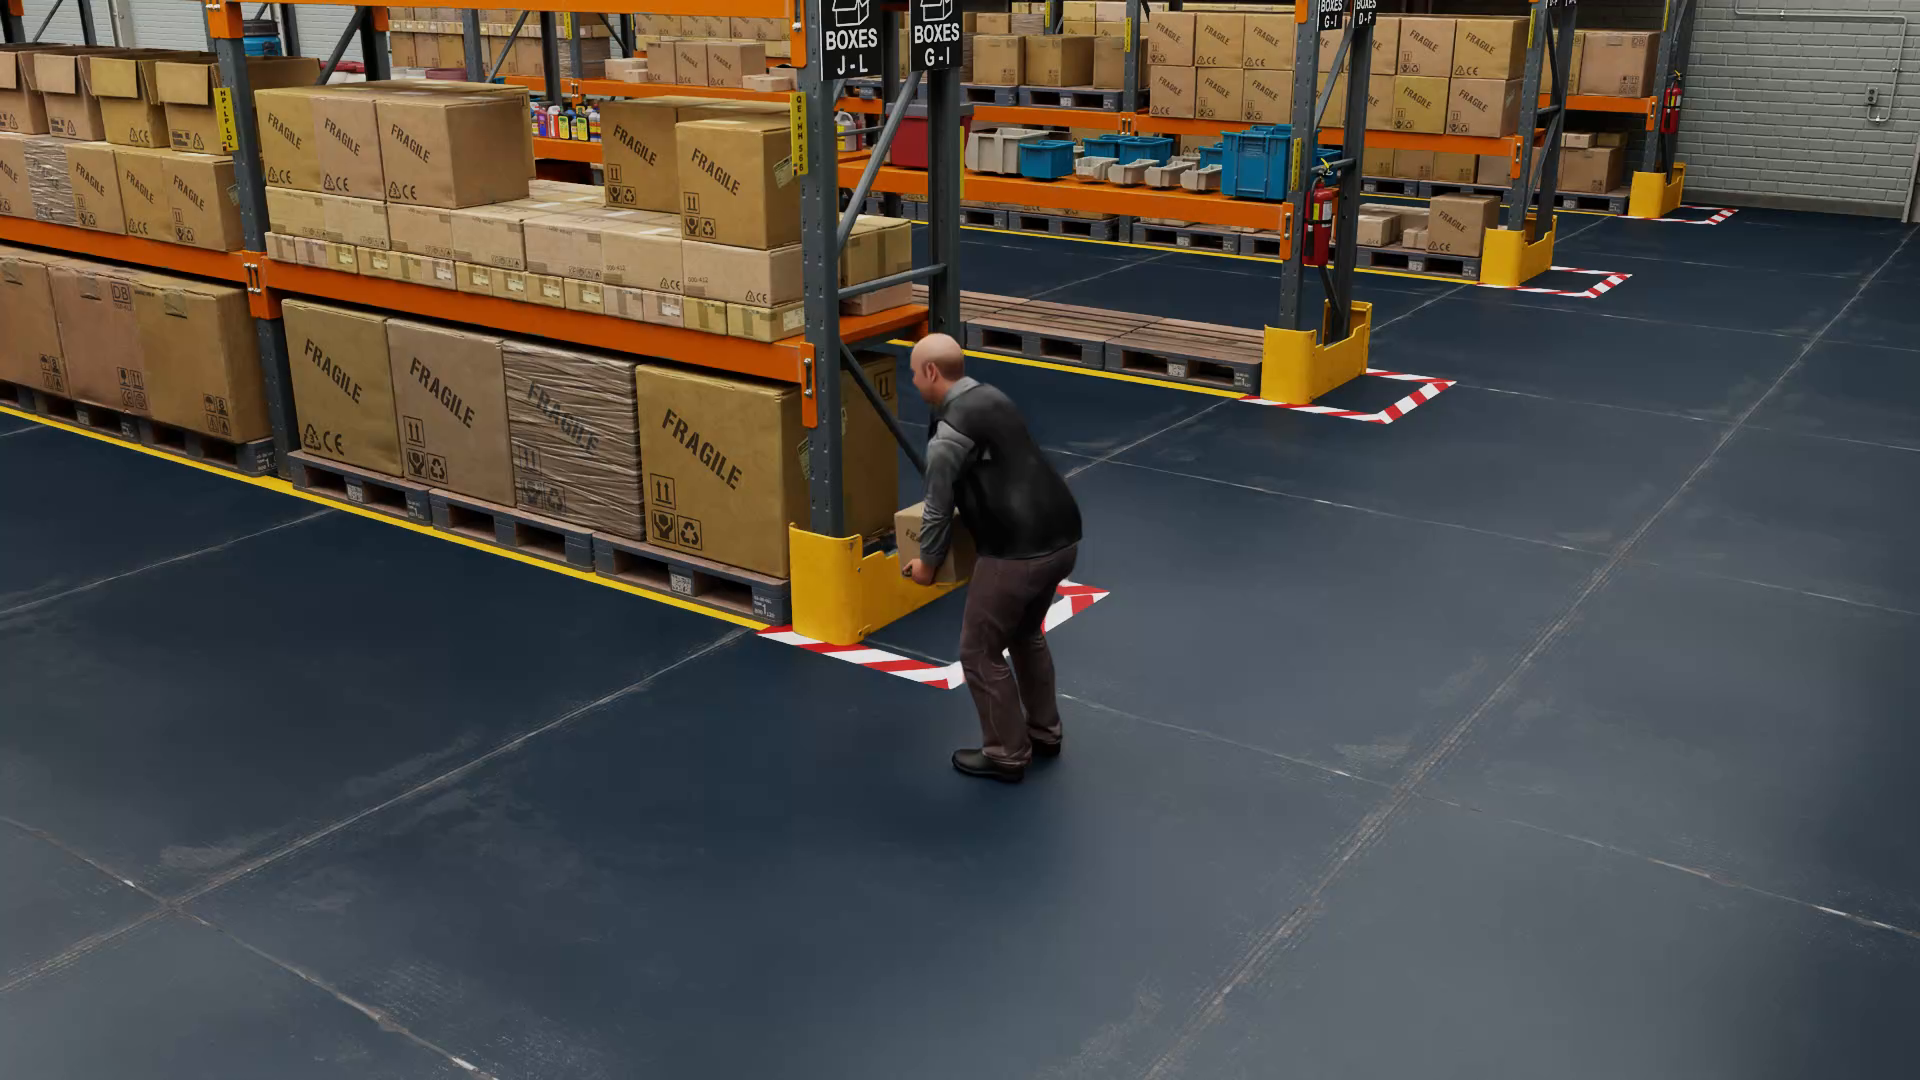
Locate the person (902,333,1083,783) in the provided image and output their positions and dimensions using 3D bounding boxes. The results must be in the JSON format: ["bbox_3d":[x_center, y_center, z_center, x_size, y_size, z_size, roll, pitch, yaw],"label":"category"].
[{"bbox_3d":[0.108,0.063,6.099,0.646,1.615,0.475,12,23,31],"label":"person"}]
